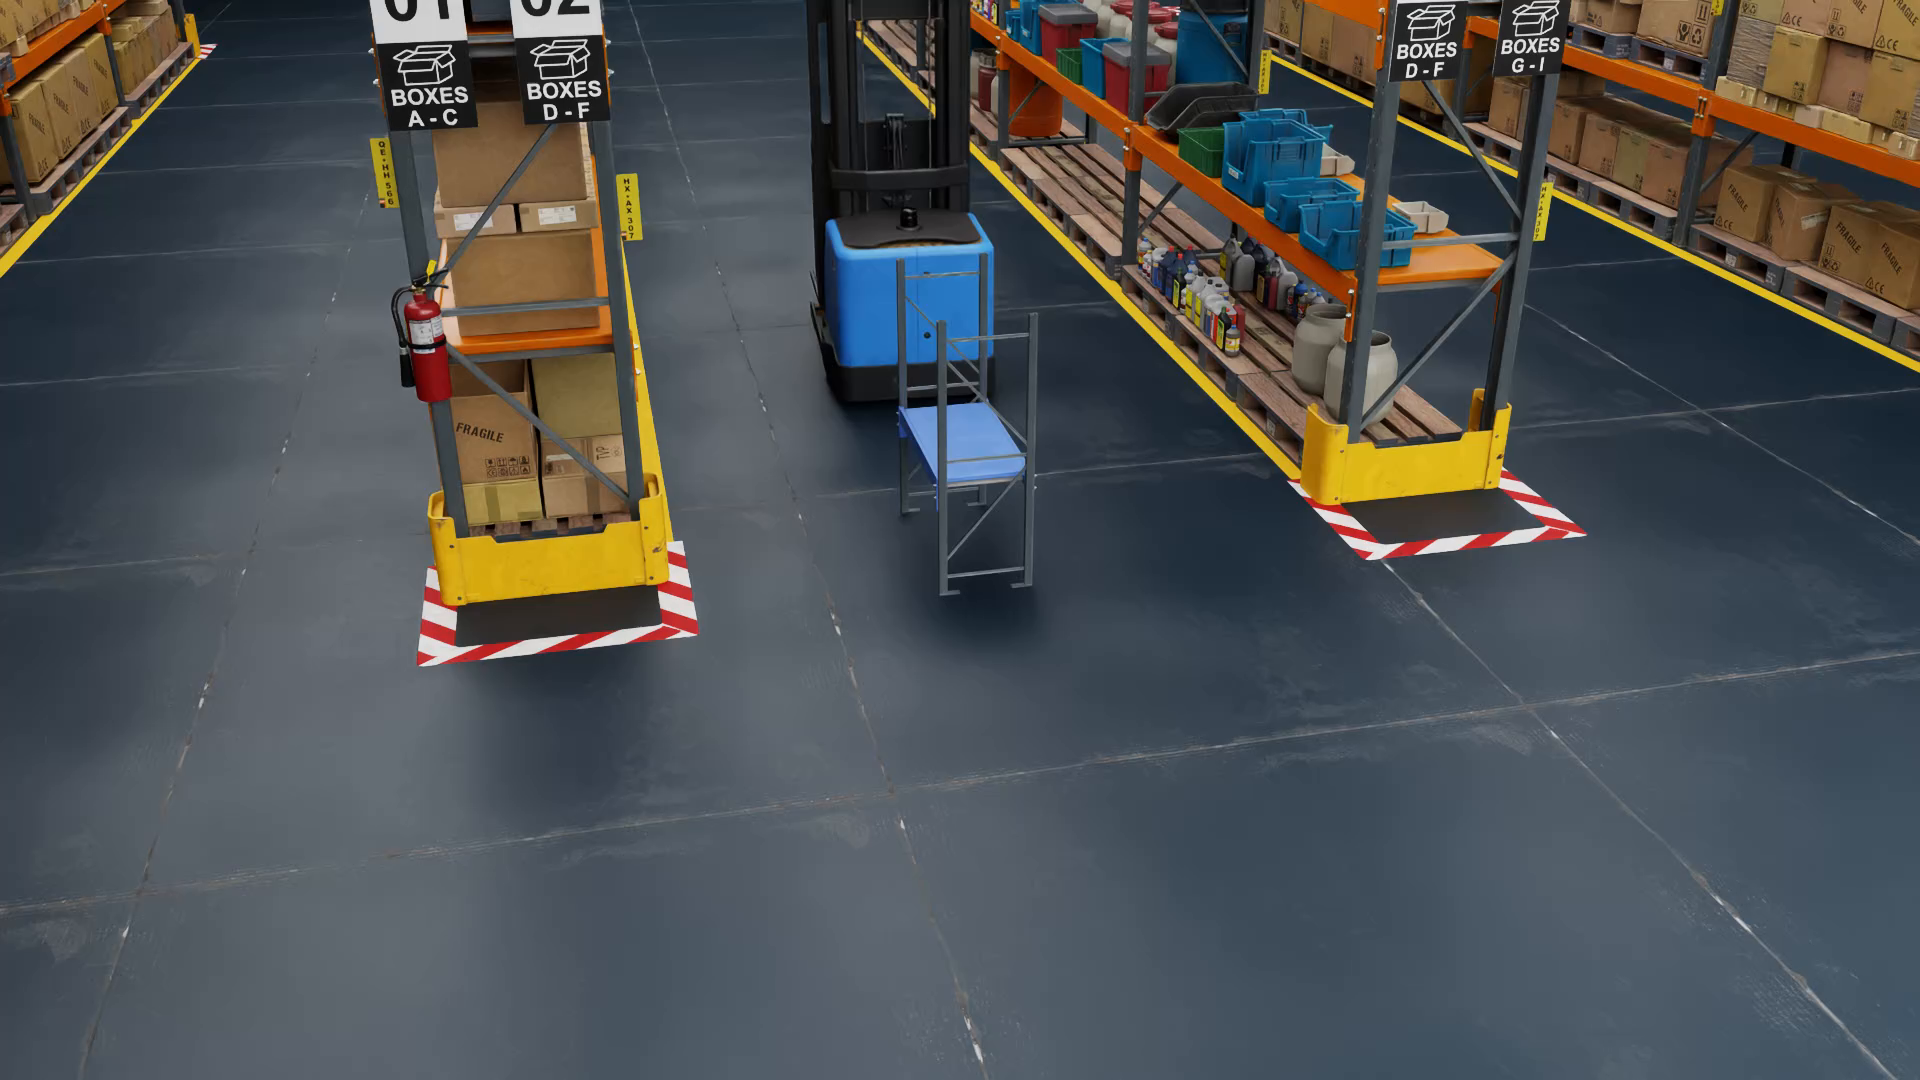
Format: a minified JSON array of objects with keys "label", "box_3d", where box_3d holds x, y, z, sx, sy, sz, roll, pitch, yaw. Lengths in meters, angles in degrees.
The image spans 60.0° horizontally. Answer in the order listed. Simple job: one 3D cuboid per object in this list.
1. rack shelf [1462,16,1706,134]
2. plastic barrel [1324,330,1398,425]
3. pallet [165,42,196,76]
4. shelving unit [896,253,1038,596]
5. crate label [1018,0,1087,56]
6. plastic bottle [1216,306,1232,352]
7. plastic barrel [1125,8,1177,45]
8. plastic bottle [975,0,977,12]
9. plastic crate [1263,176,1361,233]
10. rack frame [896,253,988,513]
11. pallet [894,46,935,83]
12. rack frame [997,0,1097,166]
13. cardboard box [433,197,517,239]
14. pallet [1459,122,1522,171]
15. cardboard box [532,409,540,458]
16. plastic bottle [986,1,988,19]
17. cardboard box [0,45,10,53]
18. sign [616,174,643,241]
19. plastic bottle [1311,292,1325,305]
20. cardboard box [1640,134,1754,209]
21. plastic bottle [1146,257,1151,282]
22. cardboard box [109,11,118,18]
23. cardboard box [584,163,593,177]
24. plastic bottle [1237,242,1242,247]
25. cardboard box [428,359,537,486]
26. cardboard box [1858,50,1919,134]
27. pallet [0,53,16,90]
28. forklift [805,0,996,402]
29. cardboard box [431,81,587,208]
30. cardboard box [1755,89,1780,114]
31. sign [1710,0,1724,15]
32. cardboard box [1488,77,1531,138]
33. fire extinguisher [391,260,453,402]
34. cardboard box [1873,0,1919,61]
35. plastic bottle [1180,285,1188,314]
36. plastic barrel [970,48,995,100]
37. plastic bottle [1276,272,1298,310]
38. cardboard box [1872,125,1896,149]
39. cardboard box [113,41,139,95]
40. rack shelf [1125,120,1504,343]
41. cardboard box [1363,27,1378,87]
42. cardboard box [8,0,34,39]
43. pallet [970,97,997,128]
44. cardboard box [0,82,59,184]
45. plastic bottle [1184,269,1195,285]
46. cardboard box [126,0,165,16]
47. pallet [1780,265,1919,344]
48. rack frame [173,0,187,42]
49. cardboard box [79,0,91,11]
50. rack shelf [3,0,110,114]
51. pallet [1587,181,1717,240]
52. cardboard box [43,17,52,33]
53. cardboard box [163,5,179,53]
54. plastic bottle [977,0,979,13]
[{"label":"rack shelf","box_3d":[6.154,-4.456,15.547,1.077,0.370,4.000,-6,27,-12]},{"label":"plastic barrel","box_3d":[2.457,-0.998,10.193,0.421,0.512,0.421,0,27,0]},{"label":"pallet","box_3d":[-10.321,-6.070,21.042,1.003,0.211,1.213,-6,27,-12]},{"label":"shelving unit","box_3d":[0.019,-0.632,8.838,0.538,1.500,1.048,-6,27,-12]},{"label":"crate label","box_3d":[0.838,-4.704,15.202,0.502,0.435,0.616,-6,27,-12]},{"label":"plastic bottle","box_3d":[1.795,-1.435,11.290,0.061,0.283,0.133,-5,27,-10]},{"label":"plastic barrel","box_3d":[1.611,-4.221,14.133,0.433,0.535,0.433,0,27,0]},{"label":"plastic bottle","box_3d":[0.201,-5.565,17.167,0.097,0.201,0.097,0,27,0]},{"label":"plastic crate","box_3d":[2.135,-2.049,10.145,0.499,0.251,0.408,-6,27,-12]},{"label":"rack frame","box_3d":[-0.095,-0.855,9.280,0.500,1.500,0.032,-6,27,-12]},{"label":"pallet","box_3d":[-0.228,-5.982,20.868,1.003,0.211,1.213,-6,27,-12]},{"label":"rack frame","box_3d":[0.877,-5.152,16.128,1.000,3.000,0.127,-6,27,-12]},{"label":"cardboard box","box_3d":[-2.418,-1.621,8.302,0.380,0.149,0.250,-6,27,-12]},{"label":"pallet","box_3d":[5.877,-4.067,17.073,1.003,0.211,1.213,-6,27,-12]},{"label":"cardboard box","box_3d":[-2.680,-0.522,9.541,0.500,0.250,0.500,-6,27,-12]},{"label":"plastic bottle","box_3d":[0.310,-5.351,16.744,0.097,0.201,0.097,0,27,0]},{"label":"cardboard box","box_3d":[-8.672,-4.322,14.741,0.380,0.149,0.250,-6,27,-11]},{"label":"sign","box_3d":[-1.605,-1.614,8.071,0.100,0.325,0.005,-6,27,-12]},{"label":"plastic bottle","box_3d":[2.498,-1.596,11.624,0.097,0.271,0.097,0,27,0]},{"label":"cardboard box","box_3d":[6.487,-3.251,14.648,0.700,0.500,0.500,-8,28,-16]},{"label":"plastic bottle","box_3d":[1.469,-2.070,12.639,0.097,0.201,0.097,0,27,0]},{"label":"cardboard box","box_3d":[-10.258,-6.200,19.793,0.380,0.149,0.250,-6,27,-11]},{"label":"cardboard box","box_3d":[-2.142,-1.892,8.839,0.380,0.149,0.250,-6,27,-11]},{"label":"plastic bottle","box_3d":[2.164,-2.216,12.928,0.097,0.201,0.097,0,27,0]},{"label":"cardboard box","box_3d":[-2.557,-0.639,8.940,0.500,0.500,0.500,-6,27,-12]},{"label":"cardboard box","box_3d":[7.007,-3.217,11.853,0.875,0.500,0.500,-6,27,-12]},{"label":"pallet","box_3d":[-8.511,-3.758,13.580,1.213,0.211,1.003,-6,27,-12]},{"label":"forklift","box_3d":[-0.514,-2.853,11.649,1.130,2.935,3.031,-4,27,-8]},{"label":"cardboard box","box_3d":[-2.251,-1.992,8.317,0.700,0.500,0.500,-6,27,-11]},{"label":"cardboard box","box_3d":[6.487,-3.444,13.023,0.380,0.149,0.250,-6,27,-12]},{"label":"sign","box_3d":[6.064,-4.358,13.270,0.100,0.325,0.005,-6,27,-12]},{"label":"cardboard box","box_3d":[5.873,-4.443,17.010,0.700,0.500,0.500,-7,28,-14]},{"label":"fire extinguisher","box_3d":[-2.573,-1.005,7.998,0.296,0.674,0.183,-6,27,-12]},{"label":"cardboard box","box_3d":[6.808,-3.642,11.586,0.500,0.500,0.500,-6,27,-12]},{"label":"plastic bottle","box_3d":[1.640,-1.737,11.980,0.097,0.201,0.097,0,27,0]},{"label":"plastic barrel","box_3d":[0.282,-5.177,18.472,0.421,0.512,0.421,0,27,0]},{"label":"plastic bottle","box_3d":[2.353,-1.825,12.072,0.152,0.276,0.135,-5,27,-11]},{"label":"cardboard box","box_3d":[6.811,-2.900,11.945,0.380,0.149,0.250,-6,27,-12]},{"label":"cardboard box","box_3d":[-9.745,-5.312,18.754,0.700,0.500,0.500,-6,27,-11]},{"label":"rack shelf","box_3d":[2.229,-2.197,11.072,1.077,0.370,4.000,-6,27,-12]},{"label":"cardboard box","box_3d":[5.374,-5.591,18.890,1.225,0.875,0.875,-6,27,-11]},{"label":"cardboard box","box_3d":[-8.744,-4.802,14.973,0.500,0.500,0.500,-5,27,-10]},{"label":"pallet","box_3d":[0.388,-4.784,18.493,1.003,0.211,1.213,-6,27,-12]},{"label":"cardboard box","box_3d":[-8.813,-3.710,15.191,0.750,0.750,0.750,-6,27,-12]},{"label":"plastic bottle","box_3d":[1.668,-1.834,12.095,0.097,0.271,0.097,0,27,0]},{"label":"cardboard box","box_3d":[-10.058,-6.572,20.530,0.380,0.149,0.250,-5,27,-10]},{"label":"pallet","box_3d":[7.068,-1.826,12.634,1.003,0.211,1.213,-6,27,-12]},{"label":"rack frame","box_3d":[-10.578,-7.658,21.093,1.000,3.000,0.127,-6,27,-12]},{"label":"cardboard box","box_3d":[-9.244,-5.571,17.215,0.380,0.149,0.250,-5,27,-11]},{"label":"rack shelf","box_3d":[-9.226,-4.703,16.037,1.077,0.370,4.000,-6,27,-12]},{"label":"pallet","box_3d":[6.427,-2.996,14.951,1.003,0.211,1.213,-6,27,-12]},{"label":"cardboard box","box_3d":[-9.032,-4.999,16.082,0.380,0.149,0.250,-5,27,-10]},{"label":"cardboard box","box_3d":[-10.323,-6.432,20.973,0.700,0.500,0.500,-6,27,-12]},{"label":"plastic bottle","box_3d":[0.222,-5.554,17.067,0.097,0.271,0.097,0,27,0]}]
